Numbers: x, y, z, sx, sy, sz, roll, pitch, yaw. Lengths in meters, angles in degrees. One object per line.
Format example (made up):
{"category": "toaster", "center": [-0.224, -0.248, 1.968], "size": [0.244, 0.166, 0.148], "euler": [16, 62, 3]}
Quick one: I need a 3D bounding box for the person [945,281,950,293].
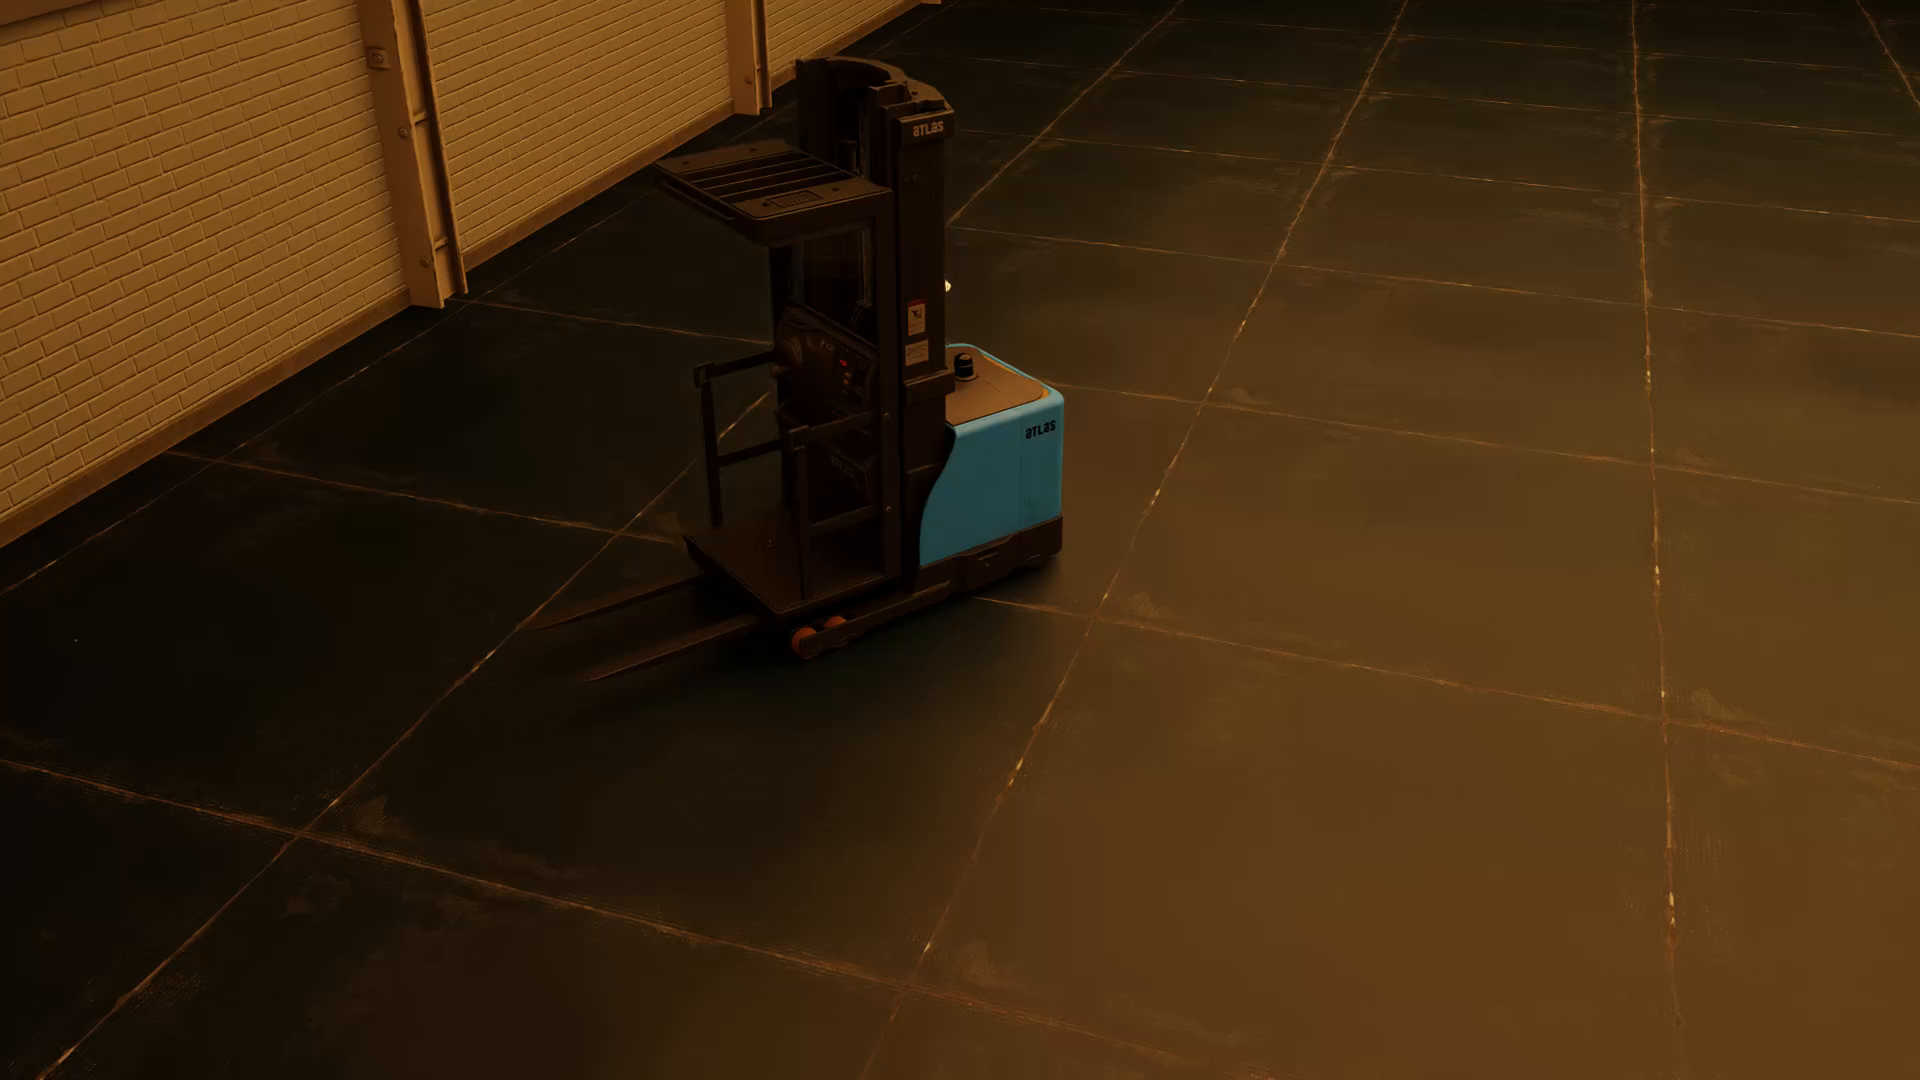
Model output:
{"category": "person", "center": [-0.102, -1.007, 10.347], "size": [0.921, 1.508, 0.787], "euler": [5, 30, 9]}

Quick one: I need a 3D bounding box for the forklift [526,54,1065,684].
{"category": "forklift", "center": [-0.886, -0.929, 8.766], "size": [3.031, 2.935, 1.130], "euler": [-20, 35, -31]}
